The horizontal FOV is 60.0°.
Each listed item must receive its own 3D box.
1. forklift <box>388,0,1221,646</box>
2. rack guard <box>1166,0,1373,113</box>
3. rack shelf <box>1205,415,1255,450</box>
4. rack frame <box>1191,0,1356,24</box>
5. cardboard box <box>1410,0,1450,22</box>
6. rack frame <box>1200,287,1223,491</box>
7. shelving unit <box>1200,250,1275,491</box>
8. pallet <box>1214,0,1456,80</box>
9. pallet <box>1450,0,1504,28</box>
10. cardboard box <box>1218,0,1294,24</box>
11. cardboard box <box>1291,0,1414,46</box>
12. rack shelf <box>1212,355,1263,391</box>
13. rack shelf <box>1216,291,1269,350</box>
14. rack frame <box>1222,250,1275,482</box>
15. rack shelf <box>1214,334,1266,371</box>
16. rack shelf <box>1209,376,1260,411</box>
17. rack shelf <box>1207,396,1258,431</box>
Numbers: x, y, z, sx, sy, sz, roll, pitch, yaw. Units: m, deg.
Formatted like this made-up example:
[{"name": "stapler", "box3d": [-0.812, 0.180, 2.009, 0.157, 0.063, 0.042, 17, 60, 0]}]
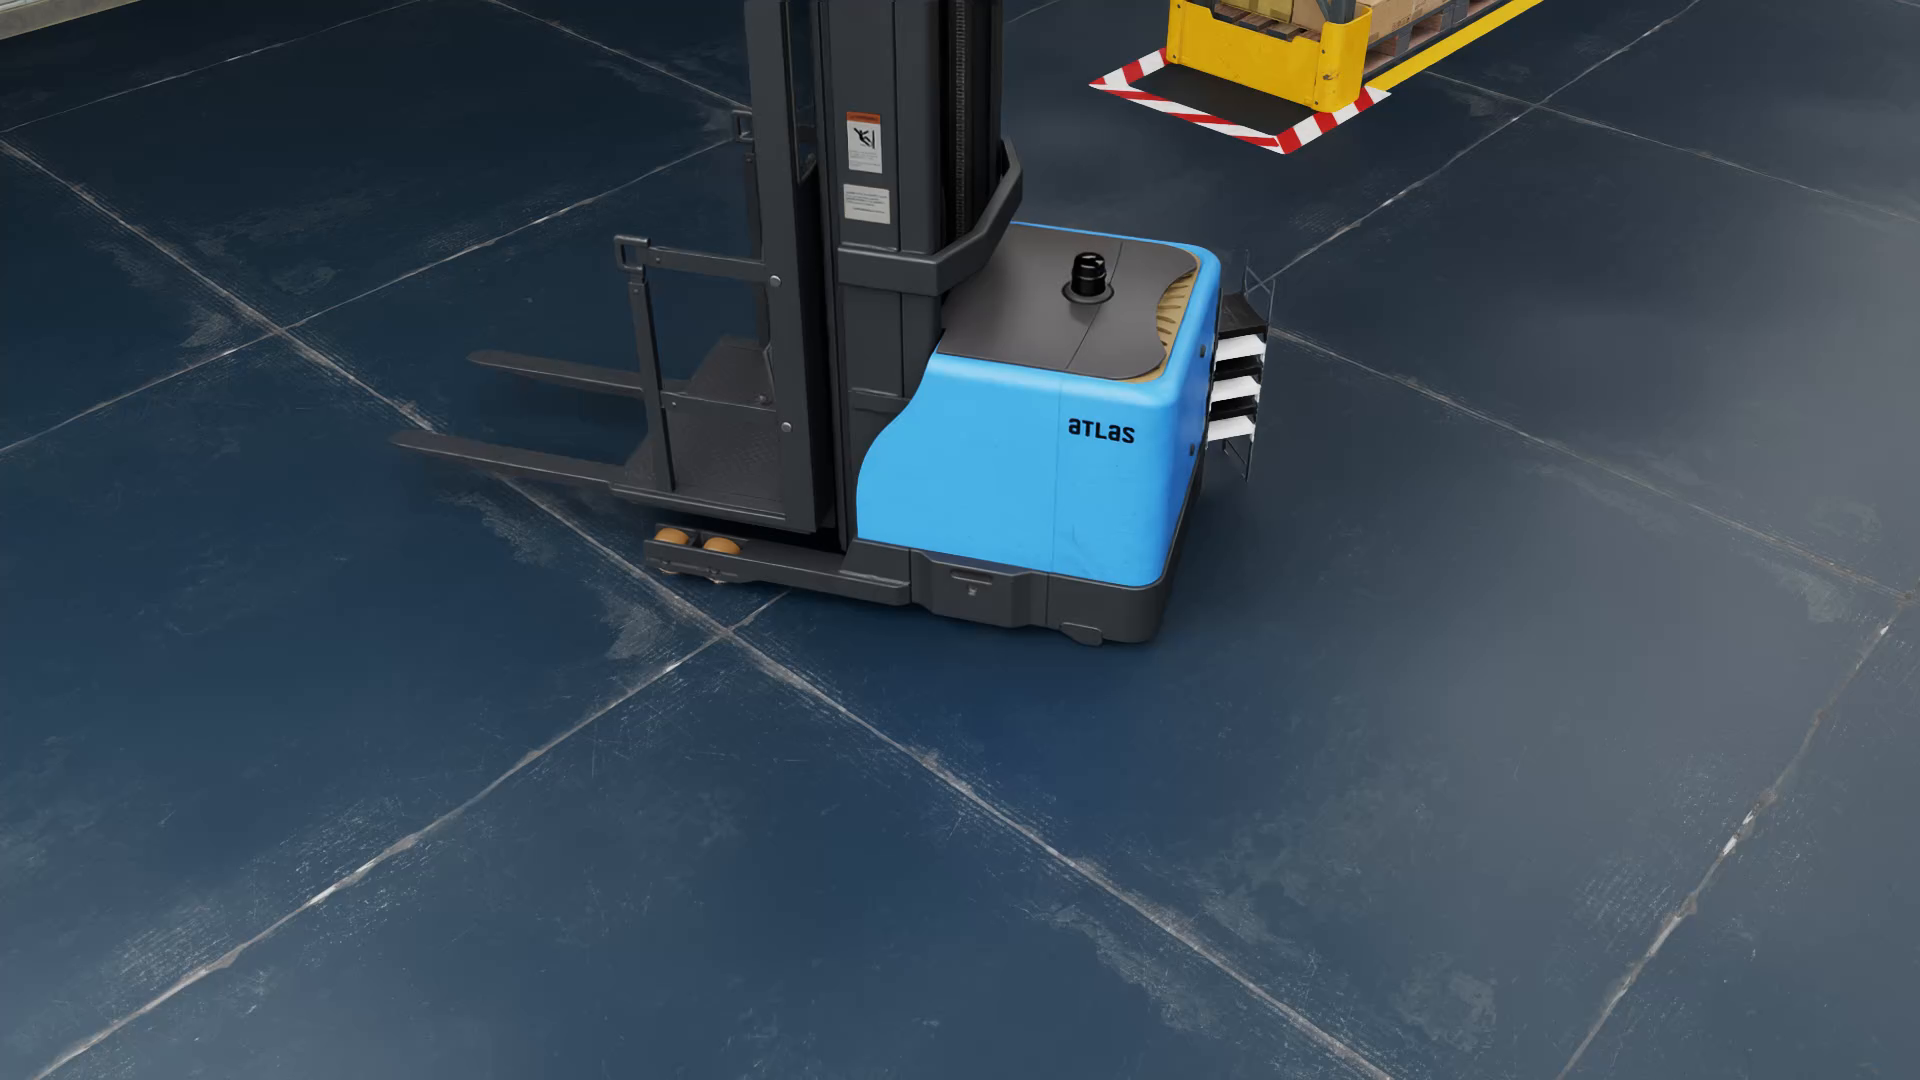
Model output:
[{"name": "forklift", "box3d": [-0.650, -1.295, 5.524, 3.031, 2.935, 1.130, 10, 40, 12]}, {"name": "rack guard", "box3d": [1.736, -2.874, 9.463, 1.175, 0.500, 0.348, 30, 47, 32]}, {"name": "rack shelf", "box3d": [0.998, -0.465, 6.454, 0.200, 0.077, 0.258, -11, 40, -13]}, {"name": "rack frame", "box3d": [1.752, -3.863, 8.698, 1.000, 3.000, 0.127, 30, 47, 32]}, {"name": "cardboard box", "box3d": [2.612, -3.336, 9.907, 0.500, 0.250, 0.500, 30, 47, 32]}, {"name": "rack frame", "box3d": [0.901, -0.613, 6.298, 0.006, 0.900, 0.240, -11, 40, -13]}, {"name": "shelving unit", "box3d": [0.998, -0.632, 6.322, 0.210, 0.900, 0.258, -11, 40, -13]}, {"name": "pallet", "box3d": [2.237, -3.141, 10.030, 1.003, 0.211, 1.213, 30, 47, 32]}, {"name": "pallet", "box3d": [3.060, -3.699, 10.732, 1.003, 0.211, 1.213, 30, 47, 32]}, {"name": "cardboard box", "box3d": [1.895, -3.322, 9.889, 0.500, 0.250, 0.500, 30, 47, 32]}, {"name": "cardboard box", "box3d": [2.278, -3.104, 9.616, 0.500, 0.250, 0.500, 30, 47, 32]}, {"name": "rack shelf", "box3d": [0.998, -0.676, 6.286, 0.200, 0.077, 0.258, -11, 40, -13]}, {"name": "rack shelf", "box3d": [0.998, -0.817, 6.174, 0.200, 0.077, 0.258, -11, 40, -13]}, {"name": "rack frame", "box3d": [1.095, -0.651, 6.345, 0.006, 0.900, 0.240, -11, 40, -13]}, {"name": "rack shelf", "box3d": [0.998, -0.747, 6.230, 0.200, 0.077, 0.258, -11, 40, -13]}, {"name": "rack shelf", "box3d": [0.998, -0.606, 6.342, 0.200, 0.077, 0.258, -11, 40, -13]}, {"name": "rack shelf", "box3d": [0.998, -0.535, 6.398, 0.200, 0.077, 0.258, -11, 40, -13]}]
